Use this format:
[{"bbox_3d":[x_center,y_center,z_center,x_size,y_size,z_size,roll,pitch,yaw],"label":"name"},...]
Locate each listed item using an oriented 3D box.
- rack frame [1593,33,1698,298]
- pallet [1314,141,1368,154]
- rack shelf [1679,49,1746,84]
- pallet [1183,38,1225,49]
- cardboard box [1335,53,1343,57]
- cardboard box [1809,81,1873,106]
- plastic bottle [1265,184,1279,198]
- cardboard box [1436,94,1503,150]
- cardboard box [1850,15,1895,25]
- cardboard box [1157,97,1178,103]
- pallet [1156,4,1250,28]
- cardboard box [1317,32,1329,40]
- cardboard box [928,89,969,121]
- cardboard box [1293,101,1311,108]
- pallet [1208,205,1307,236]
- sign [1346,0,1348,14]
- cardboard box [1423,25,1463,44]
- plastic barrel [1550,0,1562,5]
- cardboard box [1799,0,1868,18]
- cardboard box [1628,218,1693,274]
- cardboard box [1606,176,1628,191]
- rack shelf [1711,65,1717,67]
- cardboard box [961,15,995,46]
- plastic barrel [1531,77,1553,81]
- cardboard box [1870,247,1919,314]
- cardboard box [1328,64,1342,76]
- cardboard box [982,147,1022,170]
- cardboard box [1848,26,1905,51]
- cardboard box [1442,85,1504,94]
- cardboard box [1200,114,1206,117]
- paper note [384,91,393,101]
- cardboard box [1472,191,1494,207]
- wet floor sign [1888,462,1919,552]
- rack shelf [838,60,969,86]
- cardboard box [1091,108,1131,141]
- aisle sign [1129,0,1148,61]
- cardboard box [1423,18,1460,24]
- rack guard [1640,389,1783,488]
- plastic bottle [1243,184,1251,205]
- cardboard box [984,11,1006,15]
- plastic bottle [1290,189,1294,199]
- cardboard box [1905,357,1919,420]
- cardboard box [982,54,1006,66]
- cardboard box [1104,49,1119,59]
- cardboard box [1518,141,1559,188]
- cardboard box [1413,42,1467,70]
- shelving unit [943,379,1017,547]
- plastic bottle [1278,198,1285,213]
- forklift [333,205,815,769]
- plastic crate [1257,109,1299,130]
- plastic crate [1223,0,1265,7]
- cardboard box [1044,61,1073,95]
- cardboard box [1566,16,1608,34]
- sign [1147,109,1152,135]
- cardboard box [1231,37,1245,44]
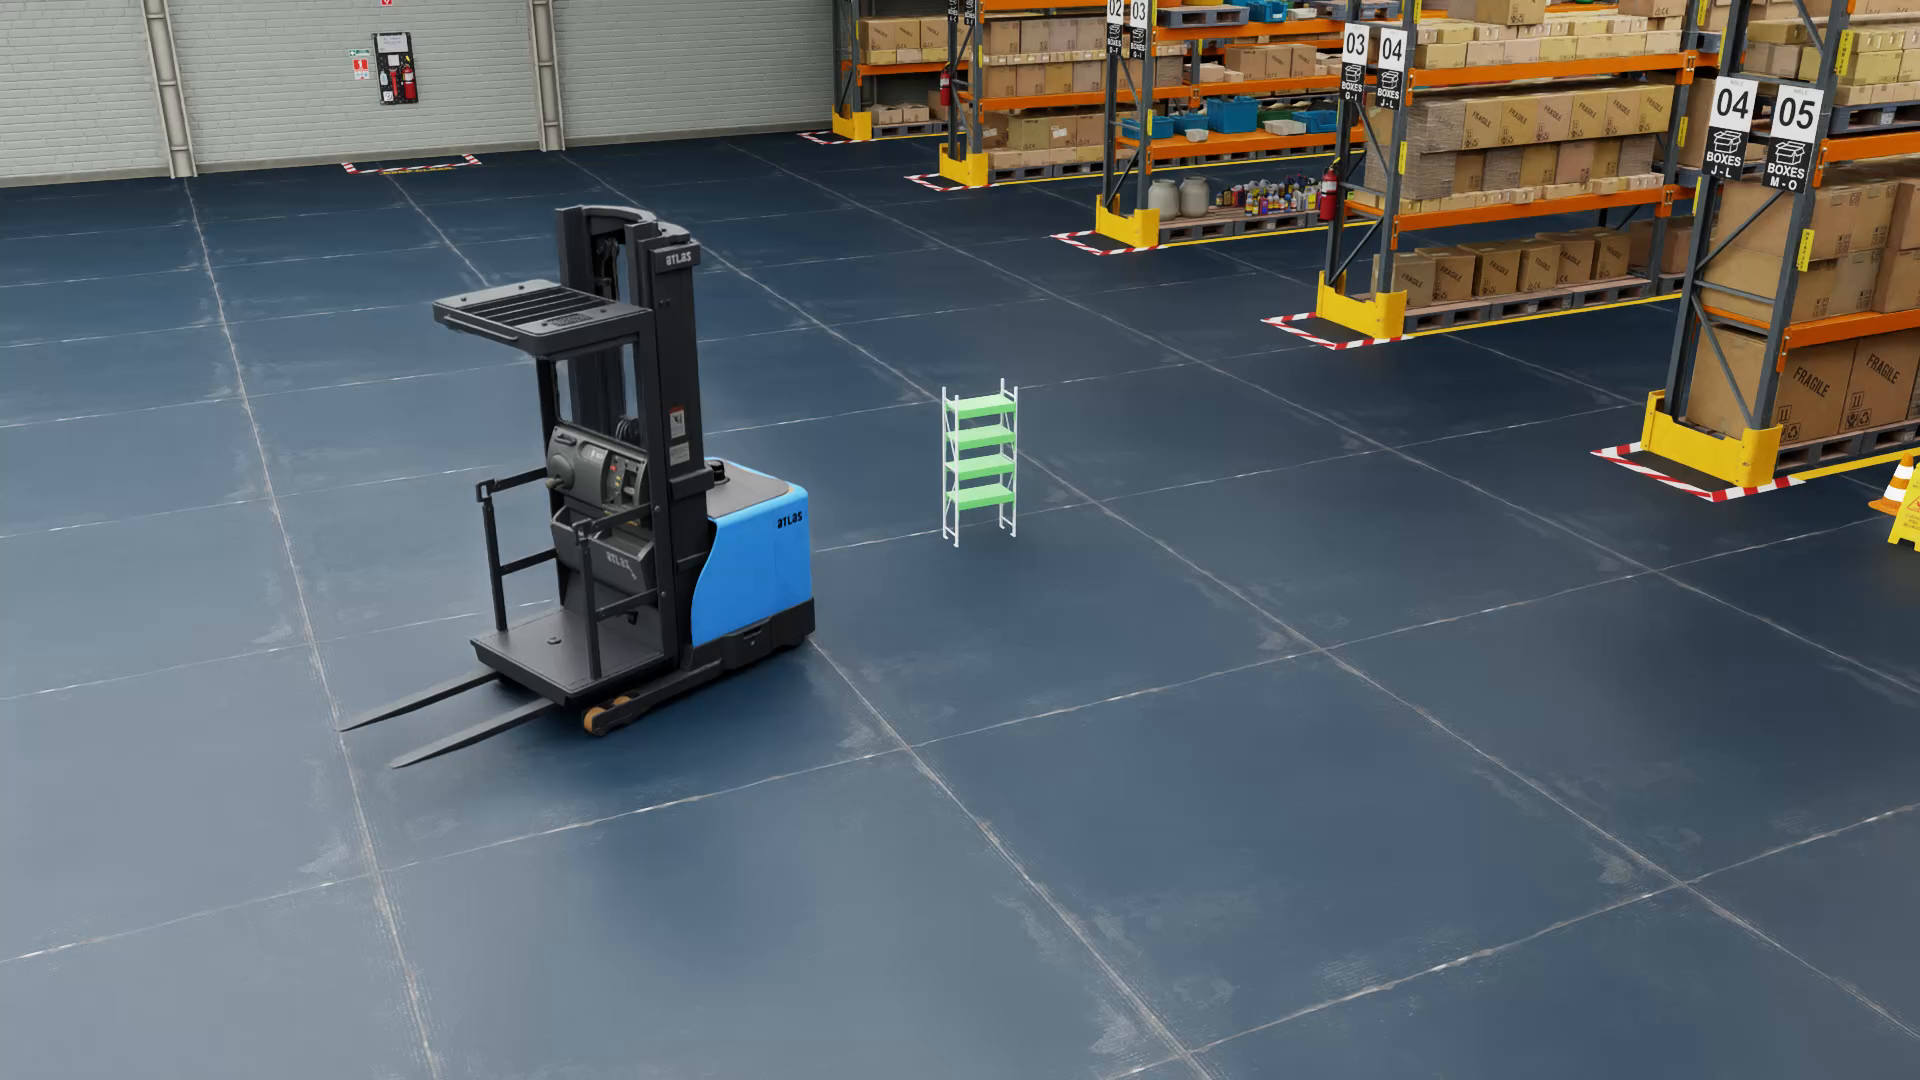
[{"bbox_3d":[7.975,-4.432,19.534,0.127,3.000,1.000,-10,25,-24],"label":"rack frame"},{"bbox_3d":[6.528,-7.098,29.622,1.213,0.211,1.003,-10,25,-24],"label":"pallet"},{"bbox_3d":[9.777,-5.817,19.899,4.000,0.370,1.077,-10,25,-24],"label":"rack shelf"},{"bbox_3d":[4.539,-9.973,33.171,1.003,0.211,1.213,-10,25,-24],"label":"pallet"},{"bbox_3d":[6.940,-8.423,29.294,0.500,0.311,0.500,-9,24,-20],"label":"cardboard box"},{"bbox_3d":[6.879,-3.498,13.007,0.250,0.149,0.380,-10,25,-23],"label":"cardboard box"},{"bbox_3d":[4.453,-4.944,23.757,0.135,0.276,0.152,-10,25,-24],"label":"plastic bottle"},{"bbox_3d":[5.438,-4.492,17.852,0.500,0.500,0.500,-10,25,-24],"label":"cardboard box"},{"bbox_3d":[7.502,-4.261,13.807,0.250,0.149,0.380,-10,25,-23],"label":"cardboard box"},{"bbox_3d":[3.994,-9.082,33.461,0.500,0.500,0.700,-10,25,-24],"label":"cardboard box"},{"bbox_3d":[3.011,-6.877,21.767,1.213,0.211,1.003,-10,25,-24],"label":"pallet"},{"bbox_3d":[7.393,-10.424,34.312,0.250,0.149,0.380,-11,25,-25],"label":"cardboard box"},{"bbox_3d":[-0.215,-8.220,31.380,0.500,0.500,0.700,-12,25,-27],"label":"cardboard box"},{"bbox_3d":[6.217,-7.617,29.541,0.500,0.311,0.500,-11,25,-25],"label":"cardboard box"},{"bbox_3d":[4.103,-4.549,23.464,1.213,0.211,1.003,-10,25,-24],"label":"pallet"},{"bbox_3d":[4.148,-5.758,17.658,0.005,0.325,0.100,-10,25,-24],"label":"sign"},{"bbox_3d":[4.995,-5.245,17.251,0.250,0.149,0.380,-10,24,-22],"label":"cardboard box"},{"bbox_3d":[8.597,-8.358,24.443,0.600,0.901,0.600,0,22,0],"label":"plastic barrel"},{"bbox_3d":[10.348,-6.427,19.649,0.500,0.500,0.500,-10,24,-23],"label":"cardboard box"},{"bbox_3d":[8.538,-3.574,20.156,0.500,0.500,0.700,-13,26,-28],"label":"cardboard box"},{"bbox_3d":[7.428,-4.120,19.109,0.250,0.149,0.380,-10,25,-24],"label":"cardboard box"},{"bbox_3d":[12.693,-9.173,31.928,4.000,0.370,1.077,-10,25,-24],"label":"rack shelf"},{"bbox_3d":[0.333,-9.490,30.943,0.500,0.500,0.500,-11,25,-25],"label":"cardboard box"},{"bbox_3d":[8.597,-6.609,24.649,0.421,0.512,0.421,0,22,0],"label":"plastic barrel"},{"bbox_3d":[7.791,-2.337,14.277,0.550,0.550,0.875,-10,25,-24],"label":"cardboard box"},{"bbox_3d":[6.596,-8.149,28.843,0.250,0.149,0.380,-10,25,-24],"label":"cardboard box"},{"bbox_3d":[0.658,-6.119,26.655,0.500,0.250,0.500,-10,25,-24],"label":"cardboard box"},{"bbox_3d":[7.096,-3.907,12.952,0.250,0.149,0.380,-10,25,-23],"label":"cardboard box"},{"bbox_3d":[5.659,-4.757,18.493,0.500,0.500,0.500,-10,25,-24],"label":"cardboard box"},{"bbox_3d":[4.163,-7.012,28.080,0.500,0.311,0.500,-10,25,-23],"label":"cardboard box"},{"bbox_3d":[-9.657,-7.499,28.096,0.142,0.148,0.016,-10,25,-24],"label":"paper note"},{"bbox_3d":[5.641,-3.776,18.279,0.250,0.149,0.380,-10,25,-24],"label":"cardboard box"},{"bbox_3d":[7.264,-0.267,12.551,0.232,0.644,0.267,-15,27,-33],"label":"wet floor sign"},{"bbox_3d":[-0.272,-8.889,31.242,4.000,0.370,1.077,-10,25,-24],"label":"rack shelf"},{"bbox_3d":[2.455,-6.801,27.323,0.500,0.500,0.500,-10,25,-24],"label":"cardboard box"},{"bbox_3d":[2.285,-6.563,21.285,0.004,0.787,0.394,-10,25,-24],"label":"aisle sign"},{"bbox_3d":[5.186,-5.558,18.009,0.250,0.149,0.380,-10,25,-23],"label":"cardboard box"},{"bbox_3d":[6.409,-0.883,14.230,0.348,0.500,1.175,-10,25,-24],"label":"rack guard"},{"bbox_3d":[4.052,-4.931,23.726,0.135,0.276,0.152,-11,25,-25],"label":"plastic bottle"},{"bbox_3d":[0.548,-9.749,31.568,0.500,0.500,0.500,-11,25,-24],"label":"cardboard box"},{"bbox_3d":[4.713,-4.806,23.415,0.133,0.283,0.061,-10,25,-24],"label":"plastic bottle"},{"bbox_3d":[8.628,-1.687,15.132,0.875,0.875,0.875,-10,25,-23],"label":"cardboard box"},{"bbox_3d":[0.525,-7.519,26.015,0.250,0.149,0.380,-11,25,-24],"label":"cardboard box"},{"bbox_3d":[2.385,-7.863,26.845,0.250,0.149,0.380,-10,24,-22],"label":"cardboard box"},{"bbox_3d":[6.202,-4.305,18.708,0.500,0.500,0.875,-10,25,-24],"label":"cardboard box"},{"bbox_3d":[4.917,-5.076,17.364,0.500,0.250,0.500,-10,24,-22],"label":"cardboard box"},{"bbox_3d":[0.149,-0.582,12.587,0.503,1.200,0.258,-10,25,-24],"label":"shelving unit"},{"bbox_3d":[4.480,-4.669,23.190,0.097,0.201,0.097,0,22,0],"label":"plastic bottle"},{"bbox_3d":[-2.335,-0.406,9.899,1.130,2.935,3.031,19,29,39],"label":"forklift"},{"bbox_3d":[4.481,-5.913,23.389,0.662,0.188,0.450,-10,25,-24],"label":"plastic crate"},{"bbox_3d":[3.810,-7.274,22.499,0.575,0.384,0.392,-10,25,-24],"label":"plastic crate"},{"bbox_3d":[1.425,-7.471,26.746,0.500,0.500,0.700,-10,25,-23],"label":"cardboard box"},{"bbox_3d":[6.837,-5.623,18.164,0.250,0.149,0.380,-9,24,-22],"label":"cardboard box"},{"bbox_3d":[2.457,-5.413,21.542,0.005,0.325,0.100,-10,25,-24],"label":"sign"},{"bbox_3d":[5.532,-10.084,33.492,0.250,0.149,0.380,-11,25,-24],"label":"cardboard box"}]
